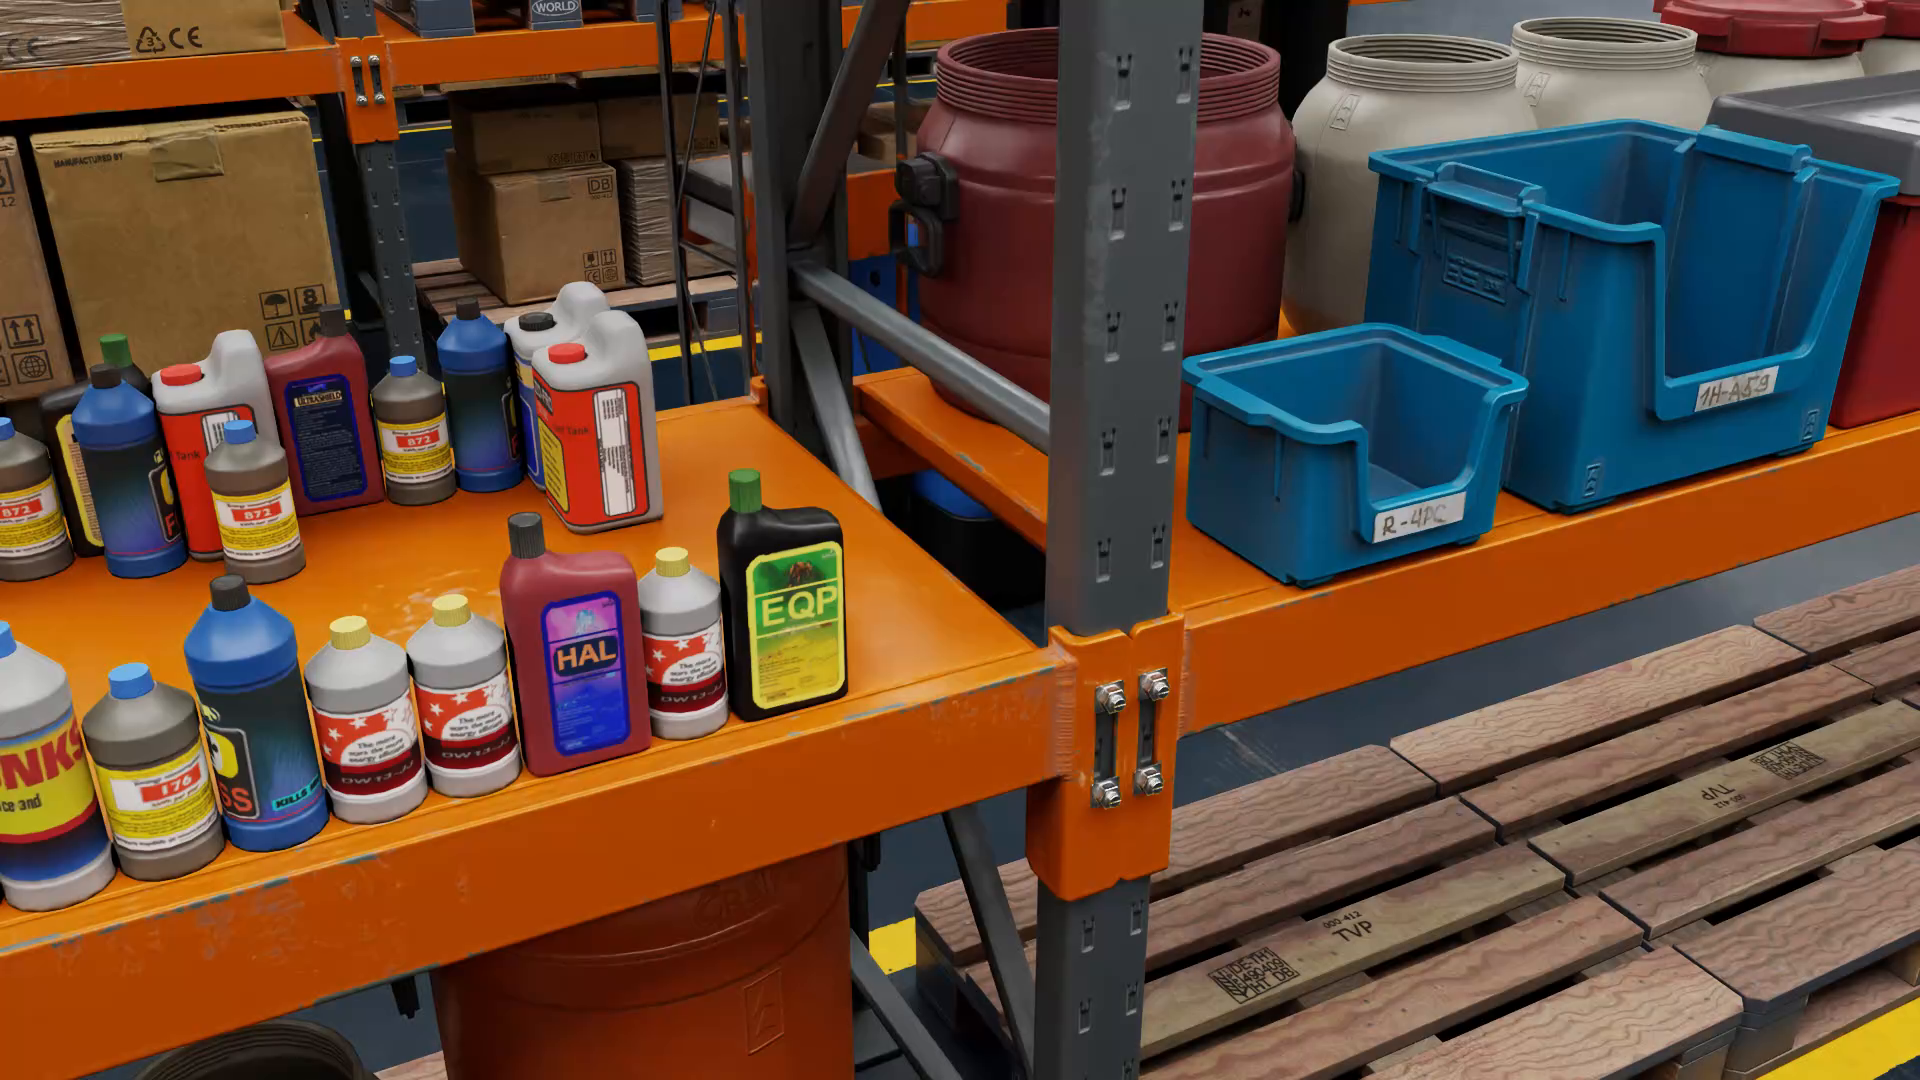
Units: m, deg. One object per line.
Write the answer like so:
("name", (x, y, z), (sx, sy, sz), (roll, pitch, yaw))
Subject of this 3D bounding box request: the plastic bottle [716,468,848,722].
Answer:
("plastic bottle", (-0.193, 0.052, 1.811), (0.133, 0.283, 0.061), (-13, 29, -25))

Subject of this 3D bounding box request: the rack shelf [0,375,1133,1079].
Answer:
("rack shelf", (-1.802, 0.486, 1.604), (4.000, 0.370, 1.077), (-13, 29, -25))

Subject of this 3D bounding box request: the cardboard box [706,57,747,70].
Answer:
("cardboard box", (-1.588, -3.881, 11.983), (0.750, 0.750, 1.050), (-13, 29, -25))

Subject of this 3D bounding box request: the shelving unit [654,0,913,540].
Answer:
("shelving unit", (-0.459, -0.802, 4.494), (0.503, 2.100, 0.431), (-17, 31, -31))

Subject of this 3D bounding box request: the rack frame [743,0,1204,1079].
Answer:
("rack frame", (-0.037, -0.246, 2.297), (0.127, 3.000, 1.000), (-13, 29, -25))

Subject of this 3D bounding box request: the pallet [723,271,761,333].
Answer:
("pallet", (-0.602, -1.286, 7.684), (1.213, 0.211, 1.003), (-13, 29, -25))

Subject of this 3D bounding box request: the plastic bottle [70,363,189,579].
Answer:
("plastic bottle", (-1.066, -0.093, 2.126), (0.097, 0.271, 0.097), (0, 26, 0))

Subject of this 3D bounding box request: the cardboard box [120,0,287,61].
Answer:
("cardboard box", (-2.686, -1.988, 5.808), (0.500, 0.500, 0.500), (-12, 28, -24))

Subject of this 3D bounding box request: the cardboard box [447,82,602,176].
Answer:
("cardboard box", (-1.790, -1.695, 6.828), (0.500, 0.250, 0.500), (-12, 28, -23))

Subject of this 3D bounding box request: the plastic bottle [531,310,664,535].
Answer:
("plastic bottle", (-0.499, -0.167, 2.276), (0.135, 0.276, 0.152), (-13, 29, -25))

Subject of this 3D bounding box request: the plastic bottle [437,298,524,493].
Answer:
("plastic bottle", (-0.686, -0.210, 2.371), (0.097, 0.271, 0.097), (0, 26, 0))

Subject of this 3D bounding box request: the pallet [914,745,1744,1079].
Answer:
("pallet", (0.665, 0.868, 3.198), (1.213, 0.211, 1.003), (-13, 29, -25))

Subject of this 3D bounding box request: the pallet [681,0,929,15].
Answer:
("pallet", (-0.640, -2.470, 7.150), (1.213, 0.211, 1.003), (-13, 29, -25))

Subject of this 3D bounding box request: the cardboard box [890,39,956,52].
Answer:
("cardboard box", (-0.495, -4.200, 12.502), (0.875, 0.875, 0.875), (-13, 28, -24))

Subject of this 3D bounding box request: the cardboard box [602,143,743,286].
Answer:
("cardboard box", (-1.302, -1.471, 7.228), (0.500, 0.500, 0.700), (-16, 30, -29))

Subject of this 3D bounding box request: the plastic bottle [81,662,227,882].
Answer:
("plastic bottle", (-0.765, 0.212, 1.573), (0.097, 0.201, 0.097), (0, 26, 0))

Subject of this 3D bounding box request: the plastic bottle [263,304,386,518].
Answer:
("plastic bottle", (-0.882, -0.179, 2.292), (0.133, 0.283, 0.061), (-13, 29, -25))

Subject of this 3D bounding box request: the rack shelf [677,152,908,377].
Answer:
("rack shelf", (-0.459, -0.789, 4.500), (0.480, 0.518, 0.431), (-17, 31, -31))

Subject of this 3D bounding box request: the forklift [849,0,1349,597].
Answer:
("forklift", (0.955, -1.641, 5.281), (3.031, 2.935, 1.130), (-17, 31, -31))

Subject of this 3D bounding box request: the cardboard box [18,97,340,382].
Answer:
("cardboard box", (-2.986, -1.236, 6.329), (0.875, 0.875, 1.225), (-14, 29, -27))

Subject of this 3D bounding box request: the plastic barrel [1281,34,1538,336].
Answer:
("plastic barrel", (0.770, -0.587, 2.879), (0.421, 0.512, 0.421), (0, 26, 0))

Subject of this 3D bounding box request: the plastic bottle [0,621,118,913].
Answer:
("plastic bottle", (-0.851, 0.200, 1.516), (0.097, 0.271, 0.097), (0, 26, 0))

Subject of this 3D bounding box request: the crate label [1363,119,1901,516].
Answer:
("crate label", (0.967, -0.361, 2.495), (0.616, 0.435, 0.502), (-13, 29, -25))

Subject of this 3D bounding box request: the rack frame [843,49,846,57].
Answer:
("rack frame", (-1.083, -4.867, 11.922), (0.127, 3.000, 1.000), (-13, 29, -25))

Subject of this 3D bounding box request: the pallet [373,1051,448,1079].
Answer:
("pallet", (-0.713, 1.188, 2.533), (1.213, 0.211, 1.003), (-13, 29, -25))

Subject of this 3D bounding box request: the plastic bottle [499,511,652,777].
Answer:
("plastic bottle", (-0.397, 0.099, 1.713), (0.133, 0.283, 0.061), (-13, 29, -25))

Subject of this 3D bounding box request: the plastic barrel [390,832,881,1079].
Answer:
("plastic barrel", (-0.460, 0.649, 2.455), (0.708, 0.830, 0.600), (-13, 29, -25))

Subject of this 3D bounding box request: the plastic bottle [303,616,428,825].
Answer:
("plastic bottle", (-0.593, 0.172, 1.655), (0.097, 0.201, 0.097), (0, 26, 0))

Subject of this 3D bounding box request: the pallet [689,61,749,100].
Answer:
("pallet", (-1.728, -3.424, 12.138), (1.213, 0.211, 1.003), (-13, 29, -25))

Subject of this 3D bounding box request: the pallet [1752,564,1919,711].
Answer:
("pallet", (2.818, 0.371, 4.233), (1.213, 0.211, 1.003), (-13, 29, -25))

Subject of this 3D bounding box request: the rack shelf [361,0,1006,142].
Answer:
("rack shelf", (-0.603, -2.221, 7.241), (4.000, 0.370, 1.077), (-13, 29, -25))

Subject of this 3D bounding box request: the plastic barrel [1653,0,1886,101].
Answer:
("plastic barrel", (1.516, -0.773, 3.238), (0.433, 0.535, 0.433), (0, 26, 0))

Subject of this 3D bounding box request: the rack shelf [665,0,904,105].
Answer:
("rack shelf", (-0.459, -1.420, 4.197), (0.480, 0.518, 0.431), (-17, 31, -31))

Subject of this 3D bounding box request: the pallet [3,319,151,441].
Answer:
("pallet", (-3.099, -0.749, 6.566), (1.213, 0.211, 1.003), (-13, 29, -25))

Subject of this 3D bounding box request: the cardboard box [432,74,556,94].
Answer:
("cardboard box", (-3.263, -3.497, 11.181), (0.750, 0.750, 1.050), (-13, 28, -24))

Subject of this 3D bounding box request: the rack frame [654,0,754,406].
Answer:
("rack frame", (-0.658, -0.741, 4.366), (0.015, 2.100, 0.400), (-17, 31, -31))

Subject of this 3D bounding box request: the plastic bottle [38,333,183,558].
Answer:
("plastic bottle", (-1.119, -0.125, 2.179), (0.133, 0.283, 0.061), (-13, 29, -25))

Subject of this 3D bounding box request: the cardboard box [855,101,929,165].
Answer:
("cardboard box", (-0.313, -1.703, 7.711), (0.500, 0.500, 0.700), (-16, 30, -29))
